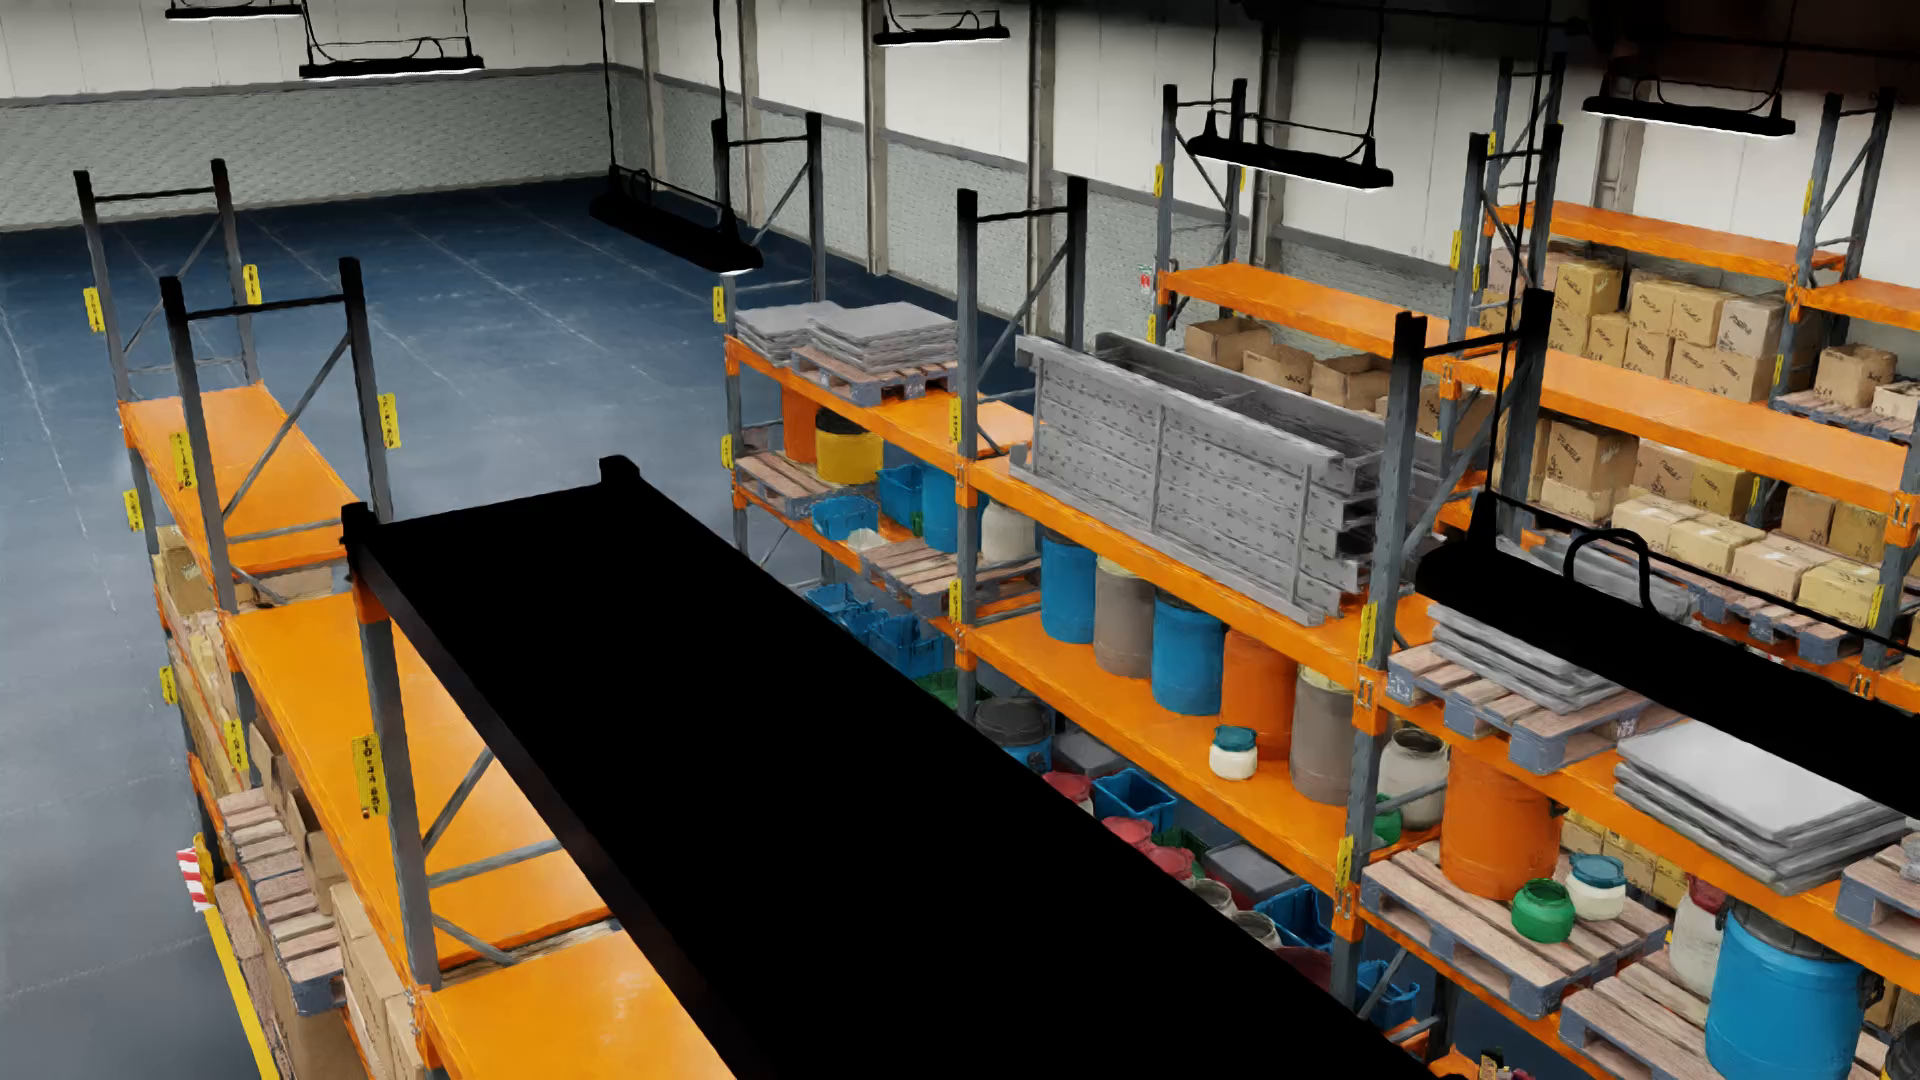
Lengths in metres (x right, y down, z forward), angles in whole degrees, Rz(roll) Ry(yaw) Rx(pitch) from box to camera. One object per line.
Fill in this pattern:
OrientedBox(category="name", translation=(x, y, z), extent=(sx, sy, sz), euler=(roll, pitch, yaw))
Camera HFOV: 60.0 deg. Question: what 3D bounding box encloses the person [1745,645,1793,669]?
OrientedBox(category="person", translation=(7.420, 1.463, 15.435), extent=(0.677, 1.741, 0.552), euler=(-14, 26, -31))
